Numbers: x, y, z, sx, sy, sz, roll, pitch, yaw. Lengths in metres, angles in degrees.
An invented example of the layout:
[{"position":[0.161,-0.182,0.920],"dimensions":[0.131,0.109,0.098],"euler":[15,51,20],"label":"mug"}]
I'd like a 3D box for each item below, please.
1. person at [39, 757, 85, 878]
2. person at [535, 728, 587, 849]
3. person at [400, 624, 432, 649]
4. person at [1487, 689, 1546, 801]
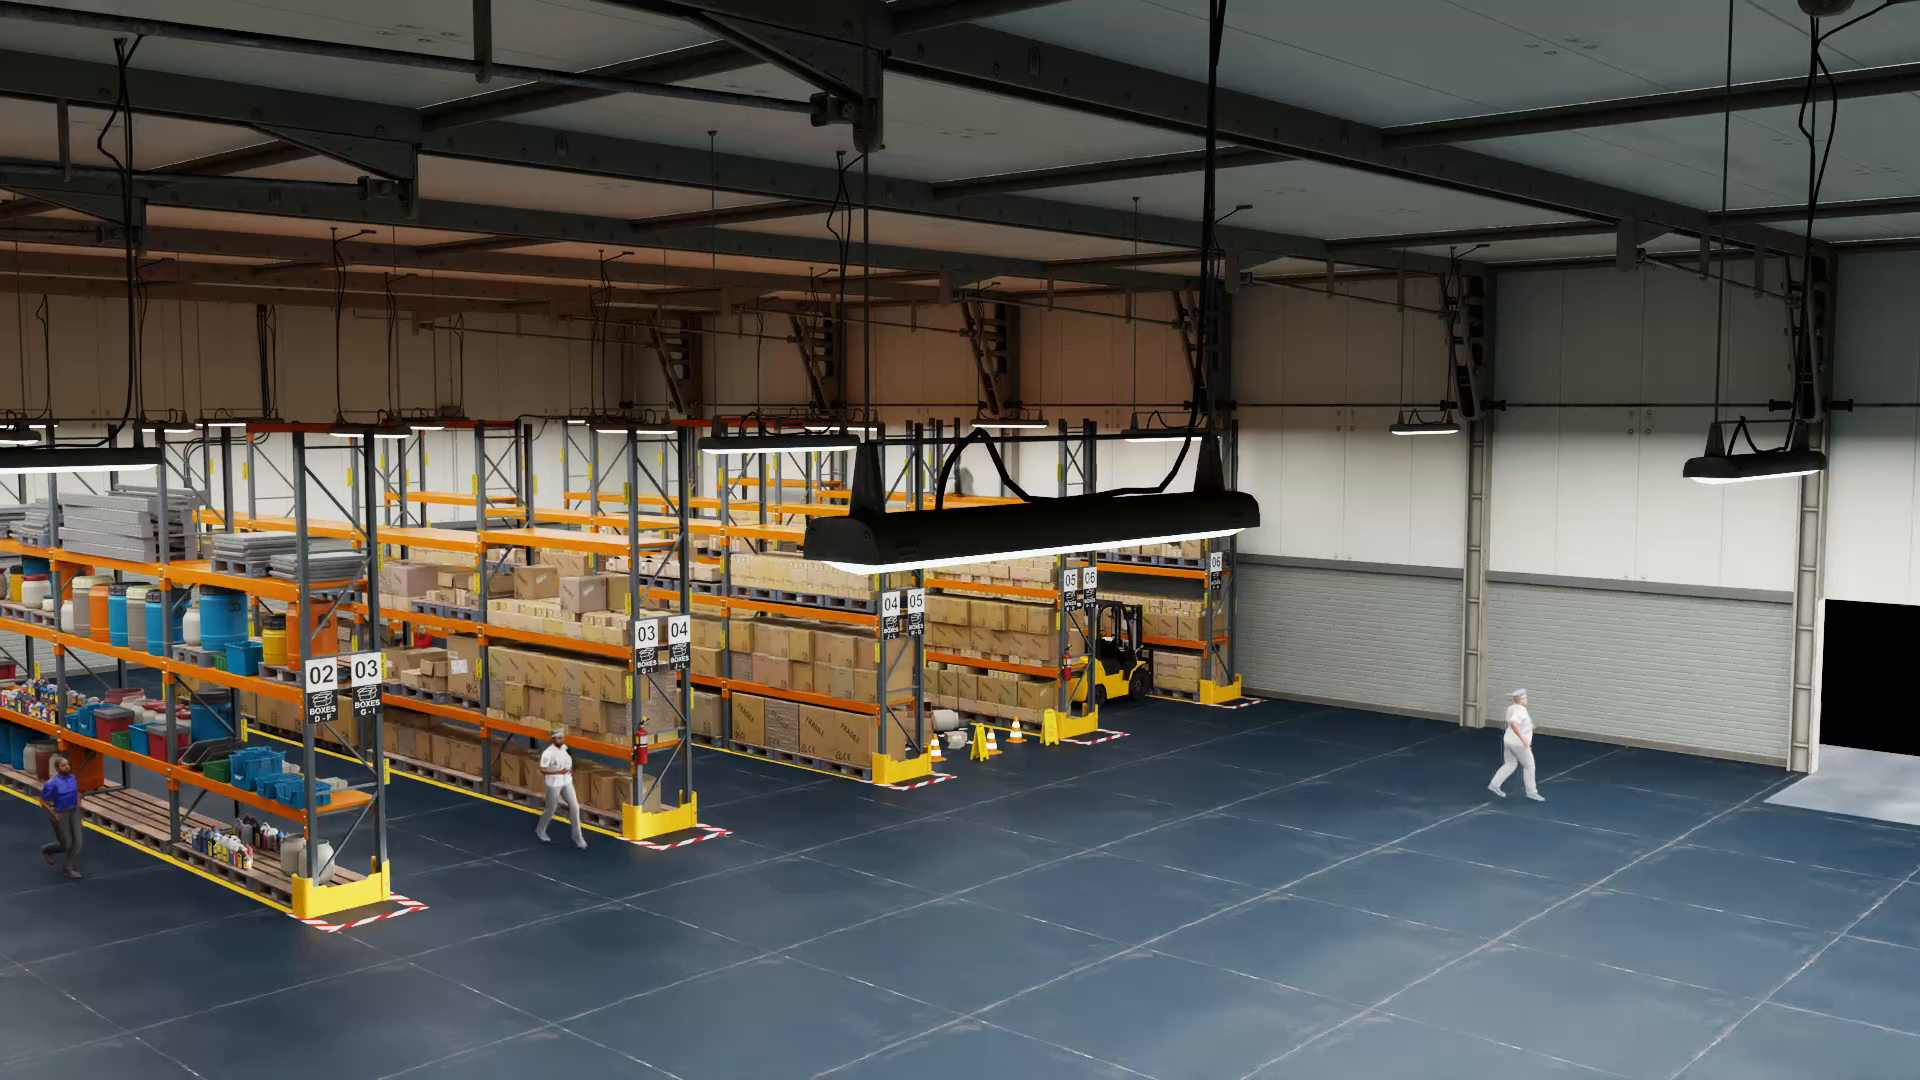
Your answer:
[{"position":[-12.035,3.712,22.309],"dimensions":[0.589,1.616,0.575],"euler":[2,5,25],"label":"person"},{"position":[-5.764,3.526,23.804],"dimensions":[0.855,1.734,0.610],"euler":[4,6,39],"label":"person"},{"position":[-11.452,2.611,35.210],"dimensions":[0.765,1.687,0.622],"euler":[3,6,35],"label":"person"},{"position":[8.890,3.262,26.518],"dimensions":[0.899,1.793,0.665],"euler":[-1,5,-8],"label":"person"}]
